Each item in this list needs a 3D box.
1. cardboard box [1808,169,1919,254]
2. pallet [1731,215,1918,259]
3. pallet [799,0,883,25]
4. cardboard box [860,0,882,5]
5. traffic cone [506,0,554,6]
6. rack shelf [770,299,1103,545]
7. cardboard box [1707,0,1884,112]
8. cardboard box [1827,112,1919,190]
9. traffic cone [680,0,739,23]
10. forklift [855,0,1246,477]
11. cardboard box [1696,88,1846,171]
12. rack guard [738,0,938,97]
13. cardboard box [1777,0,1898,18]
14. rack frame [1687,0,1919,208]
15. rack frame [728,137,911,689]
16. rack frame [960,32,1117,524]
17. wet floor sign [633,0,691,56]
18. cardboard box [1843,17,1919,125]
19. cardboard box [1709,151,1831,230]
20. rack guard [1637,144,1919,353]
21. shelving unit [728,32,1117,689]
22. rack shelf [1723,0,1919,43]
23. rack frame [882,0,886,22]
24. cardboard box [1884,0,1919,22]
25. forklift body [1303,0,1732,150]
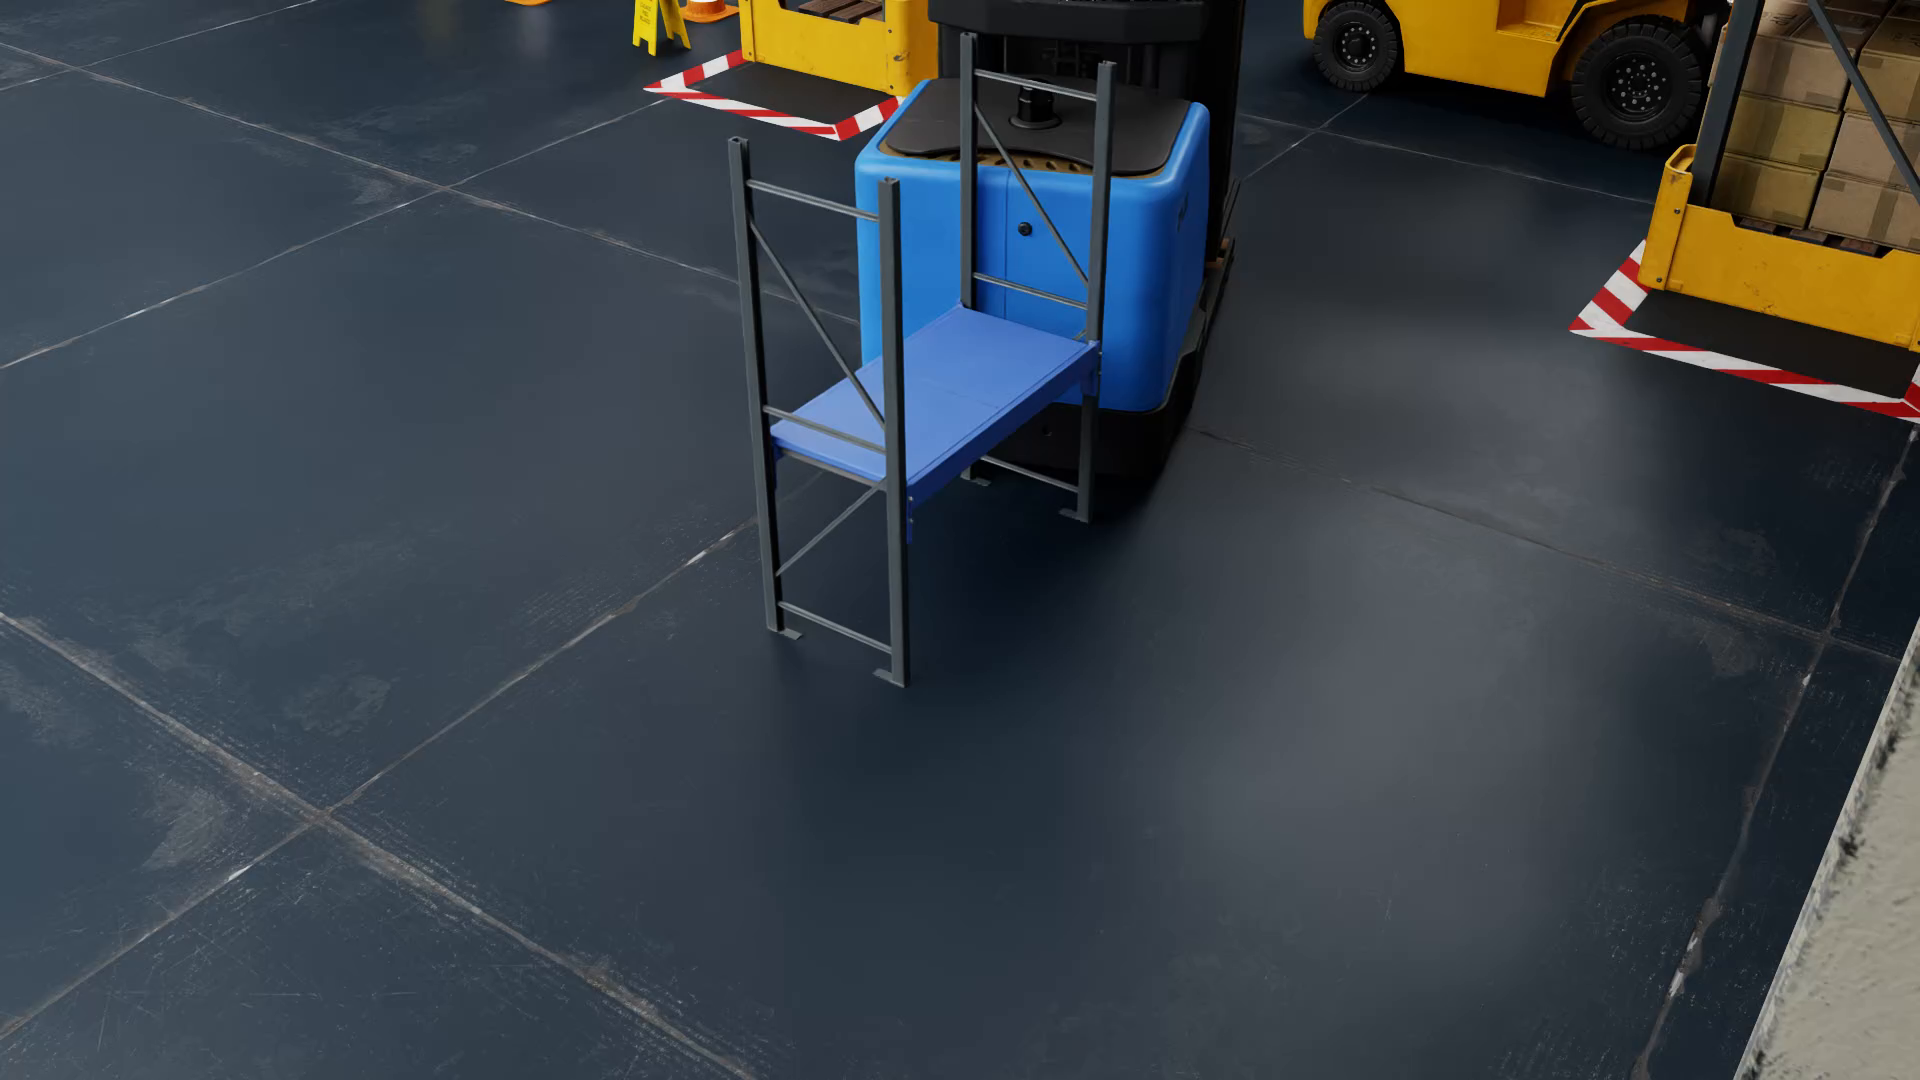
[{"bbox_3d":[3.814,-1.407,6.784,0.500,0.250,0.500,21,40,28],"label":"cardboard box"},{"bbox_3d":[3.775,-1.419,7.211,1.003,0.211,1.213,21,39,28],"label":"pallet"},{"bbox_3d":[-0.171,-3.035,9.601,1.003,0.211,1.213,21,39,28],"label":"pallet"},{"bbox_3d":[-0.453,-3.296,9.578,0.500,0.250,0.500,21,39,28],"label":"cardboard box"},{"bbox_3d":[-2.627,-3.549,10.137,0.336,0.463,0.334,21,39,28],"label":"traffic cone"},{"bbox_3d":[-0.070,-0.373,4.836,0.538,0.185,1.000,21,39,28],"label":"rack shelf"},{"bbox_3d":[3.380,-1.969,6.723,0.500,0.250,0.500,23,40,30],"label":"cardboard box"},{"bbox_3d":[3.812,-1.600,6.624,0.500,0.250,0.500,22,40,29],"label":"cardboard box"},{"bbox_3d":[-1.521,-3.351,9.844,0.336,0.463,0.334,21,39,28],"label":"traffic cone"},{"bbox_3d":[0.520,-2.241,6.000,1.130,2.935,3.031,8,35,12],"label":"forklift"},{"bbox_3d":[3.394,-1.774,6.881,0.500,0.250,0.500,21,39,28],"label":"cardboard box"},{"bbox_3d":[-0.663,-2.792,8.984,1.175,0.500,0.348,21,39,28],"label":"rack guard"},{"bbox_3d":[3.666,-2.206,7.073,0.500,0.250,0.500,22,40,29],"label":"cardboard box"},{"bbox_3d":[3.374,-2.208,5.890,1.000,3.000,0.127,21,39,28],"label":"rack frame"},{"bbox_3d":[-0.355,-0.287,4.387,0.500,1.500,0.032,21,39,28],"label":"rack frame"},{"bbox_3d":[0.216,-0.758,5.084,0.500,1.500,0.032,21,39,28],"label":"rack frame"},{"bbox_3d":[-1.694,-3.071,9.267,0.232,0.644,0.267,-22,40,-29],"label":"wet floor sign"},{"bbox_3d":[3.803,-1.818,6.500,0.500,0.250,0.500,21,39,28],"label":"cardboard box"},{"bbox_3d":[3.382,-1.560,7.011,0.500,0.250,0.500,22,40,28],"label":"cardboard box"},{"bbox_3d":[3.360,-1.162,6.574,1.175,0.500,0.348,21,39,28],"label":"rack guard"},{"bbox_3d":[-0.070,-0.522,4.736,0.538,1.500,1.048,21,39,28],"label":"shelving unit"},{"bbox_3d":[4.514,-2.831,7.452,1.077,0.370,4.000,21,39,28],"label":"rack shelf"},{"bbox_3d":[-0.706,-3.792,8.232,1.000,3.000,0.127,21,39,28],"label":"rack frame"},{"bbox_3d":[4.085,-2.049,6.842,0.500,0.250,0.500,21,39,28],"label":"cardboard box"},{"bbox_3d":[2.956,-3.312,8.280,2.313,2.155,1.214,21,39,28],"label":"forklift body"}]
